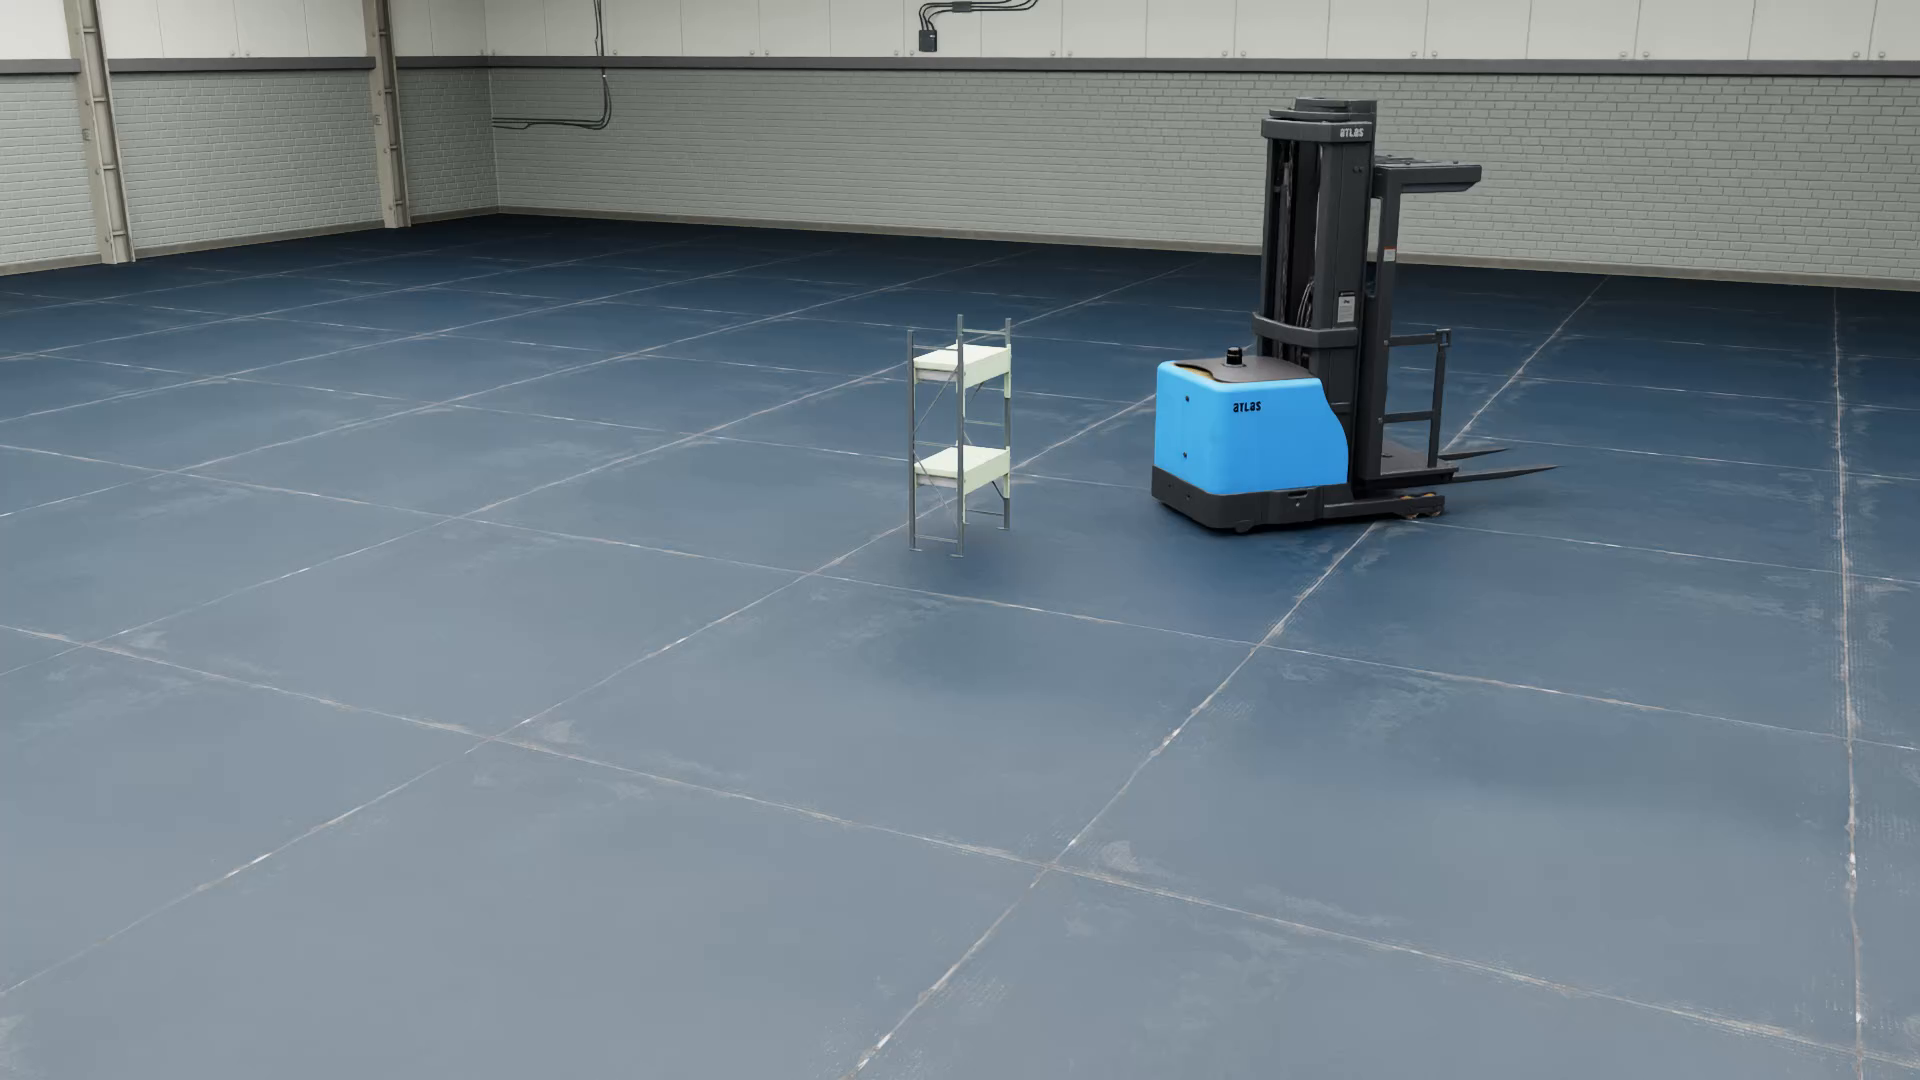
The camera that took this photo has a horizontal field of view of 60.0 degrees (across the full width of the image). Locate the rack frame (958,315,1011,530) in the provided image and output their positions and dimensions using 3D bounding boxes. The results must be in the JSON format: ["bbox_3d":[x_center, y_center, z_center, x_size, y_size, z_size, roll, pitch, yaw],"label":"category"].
[{"bbox_3d":[0.167,-0.814,11.630,0.400,1.500,0.023,8,18,25],"label":"rack frame"}]

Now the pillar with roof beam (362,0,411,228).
[{"bbox_3d":[-6.804,-9.698,28.372,9.100,9.000,0.400,8,18,25],"label":"pillar with roof beam"}]

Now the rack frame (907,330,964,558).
[{"bbox_3d":[-0.161,-0.627,11.003,0.400,1.500,0.023,8,18,25],"label":"rack frame"}]

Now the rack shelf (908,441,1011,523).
[{"bbox_3d":[0.003,-0.408,11.409,0.431,0.370,0.720,8,18,25],"label":"rack shelf"}]

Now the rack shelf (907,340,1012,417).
[{"bbox_3d":[0.003,-1.095,11.205,0.431,0.370,0.720,8,18,25],"label":"rack shelf"}]

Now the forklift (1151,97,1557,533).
[{"bbox_3d":[2.999,-1.692,12.074,3.031,2.935,1.130,-6,18,-19],"label":"forklift"}]

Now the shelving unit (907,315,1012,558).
[{"bbox_3d":[0.003,-0.721,11.317,0.431,1.500,0.755,8,18,25],"label":"shelving unit"}]

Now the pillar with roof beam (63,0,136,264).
[{"bbox_3d":[-9.485,-8.170,23.226,9.100,9.000,0.400,8,18,25],"label":"pillar with roof beam"}]

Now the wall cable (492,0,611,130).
[{"bbox_3d":[-8.156,-9.340,32.618,3.097,2.526,0.112,8,18,25],"label":"wall cable"}]

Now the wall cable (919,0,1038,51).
[{"bbox_3d":[0.330,-11.247,27.612,2.305,6.003,0.169,8,18,25],"label":"wall cable"}]
